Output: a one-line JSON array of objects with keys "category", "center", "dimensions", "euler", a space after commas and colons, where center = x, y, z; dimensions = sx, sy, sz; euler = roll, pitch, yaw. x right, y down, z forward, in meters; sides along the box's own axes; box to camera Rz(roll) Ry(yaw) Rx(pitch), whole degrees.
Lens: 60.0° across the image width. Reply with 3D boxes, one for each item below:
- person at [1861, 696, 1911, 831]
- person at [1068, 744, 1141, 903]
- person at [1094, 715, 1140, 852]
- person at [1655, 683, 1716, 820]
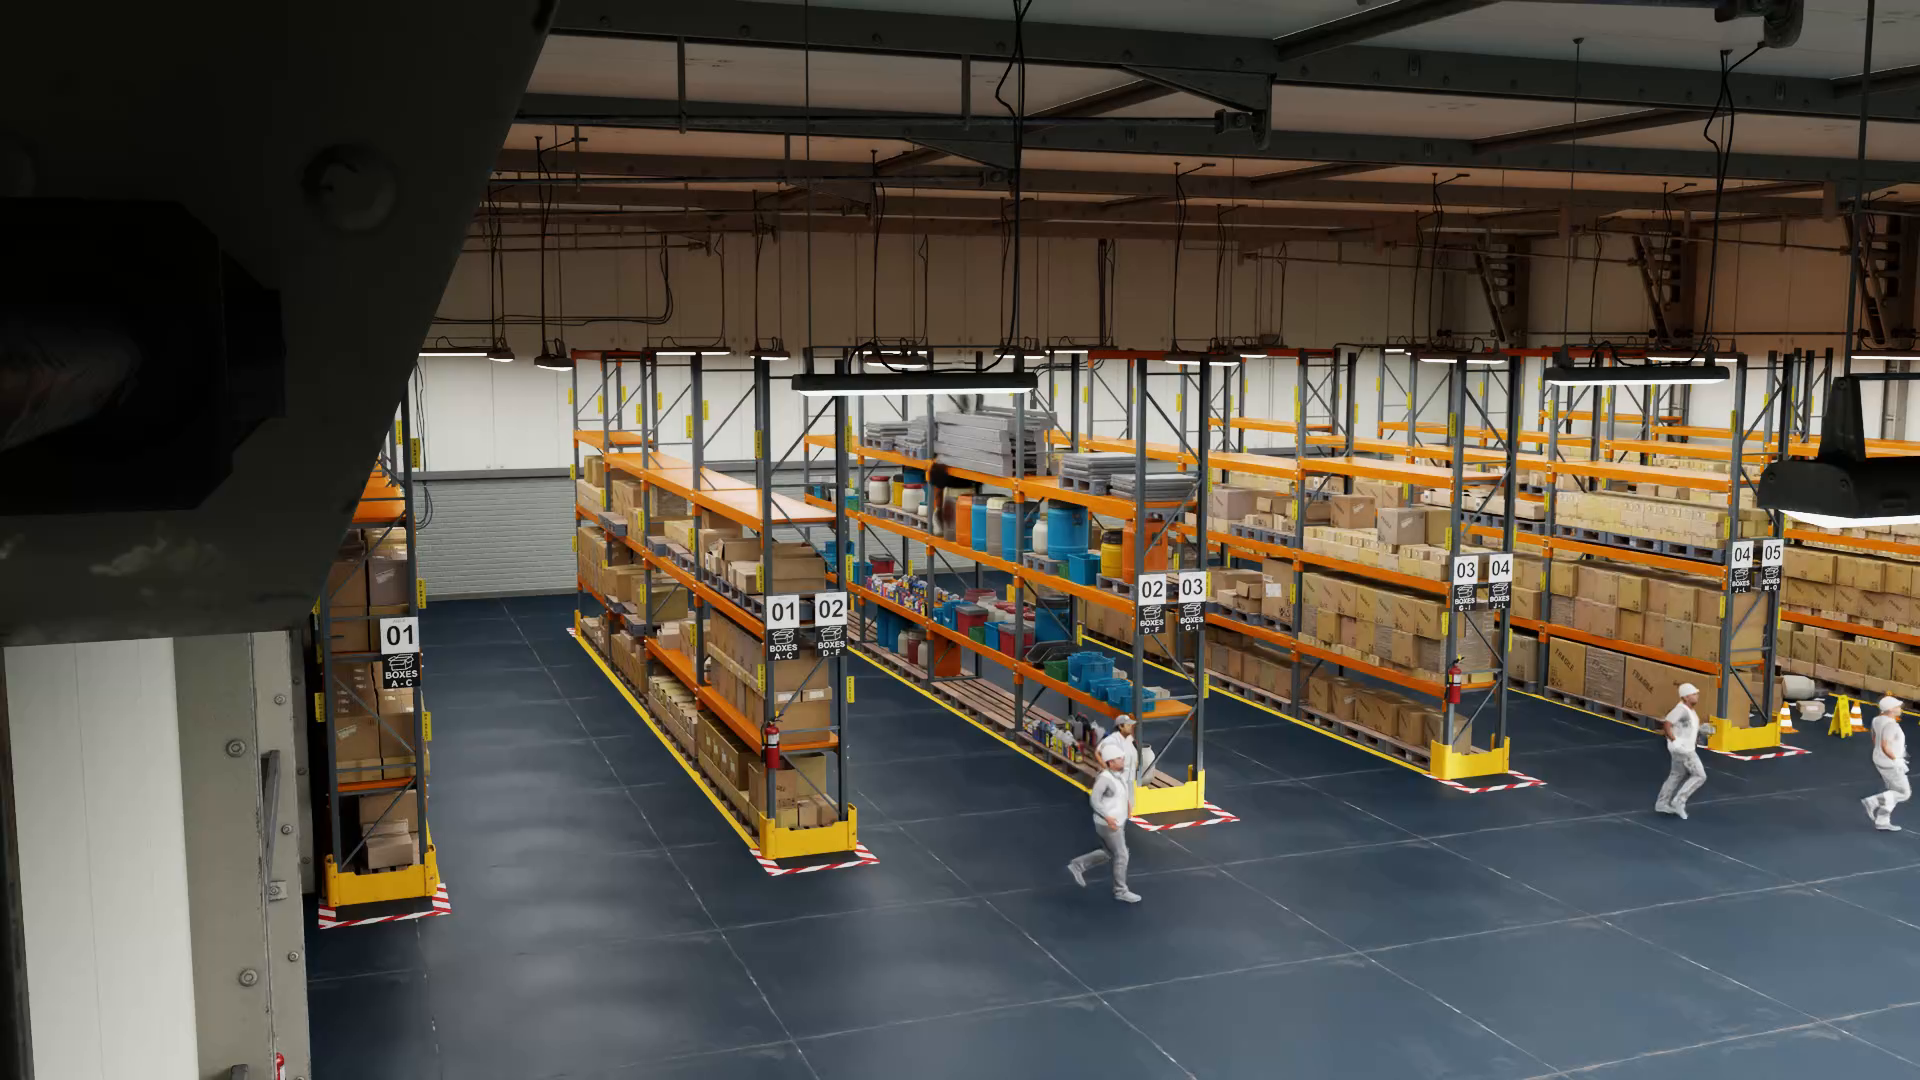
[{"category": "person", "center": [11.790, 2.845, 21.187], "dimensions": [0.572, 1.738, 0.658], "euler": [1, 7, 11]}, {"category": "person", "center": [1.622, 3.140, 18.604], "dimensions": [0.854, 1.766, 0.661], "euler": [2, 7, 16]}, {"category": "person", "center": [1.987, 2.985, 20.757], "dimensions": [0.637, 1.631, 0.771], "euler": [-7, 10, -42]}, {"category": "person", "center": [9.516, 2.760, 21.784], "dimensions": [0.692, 1.792, 0.650], "euler": [3, 8, 19]}]
